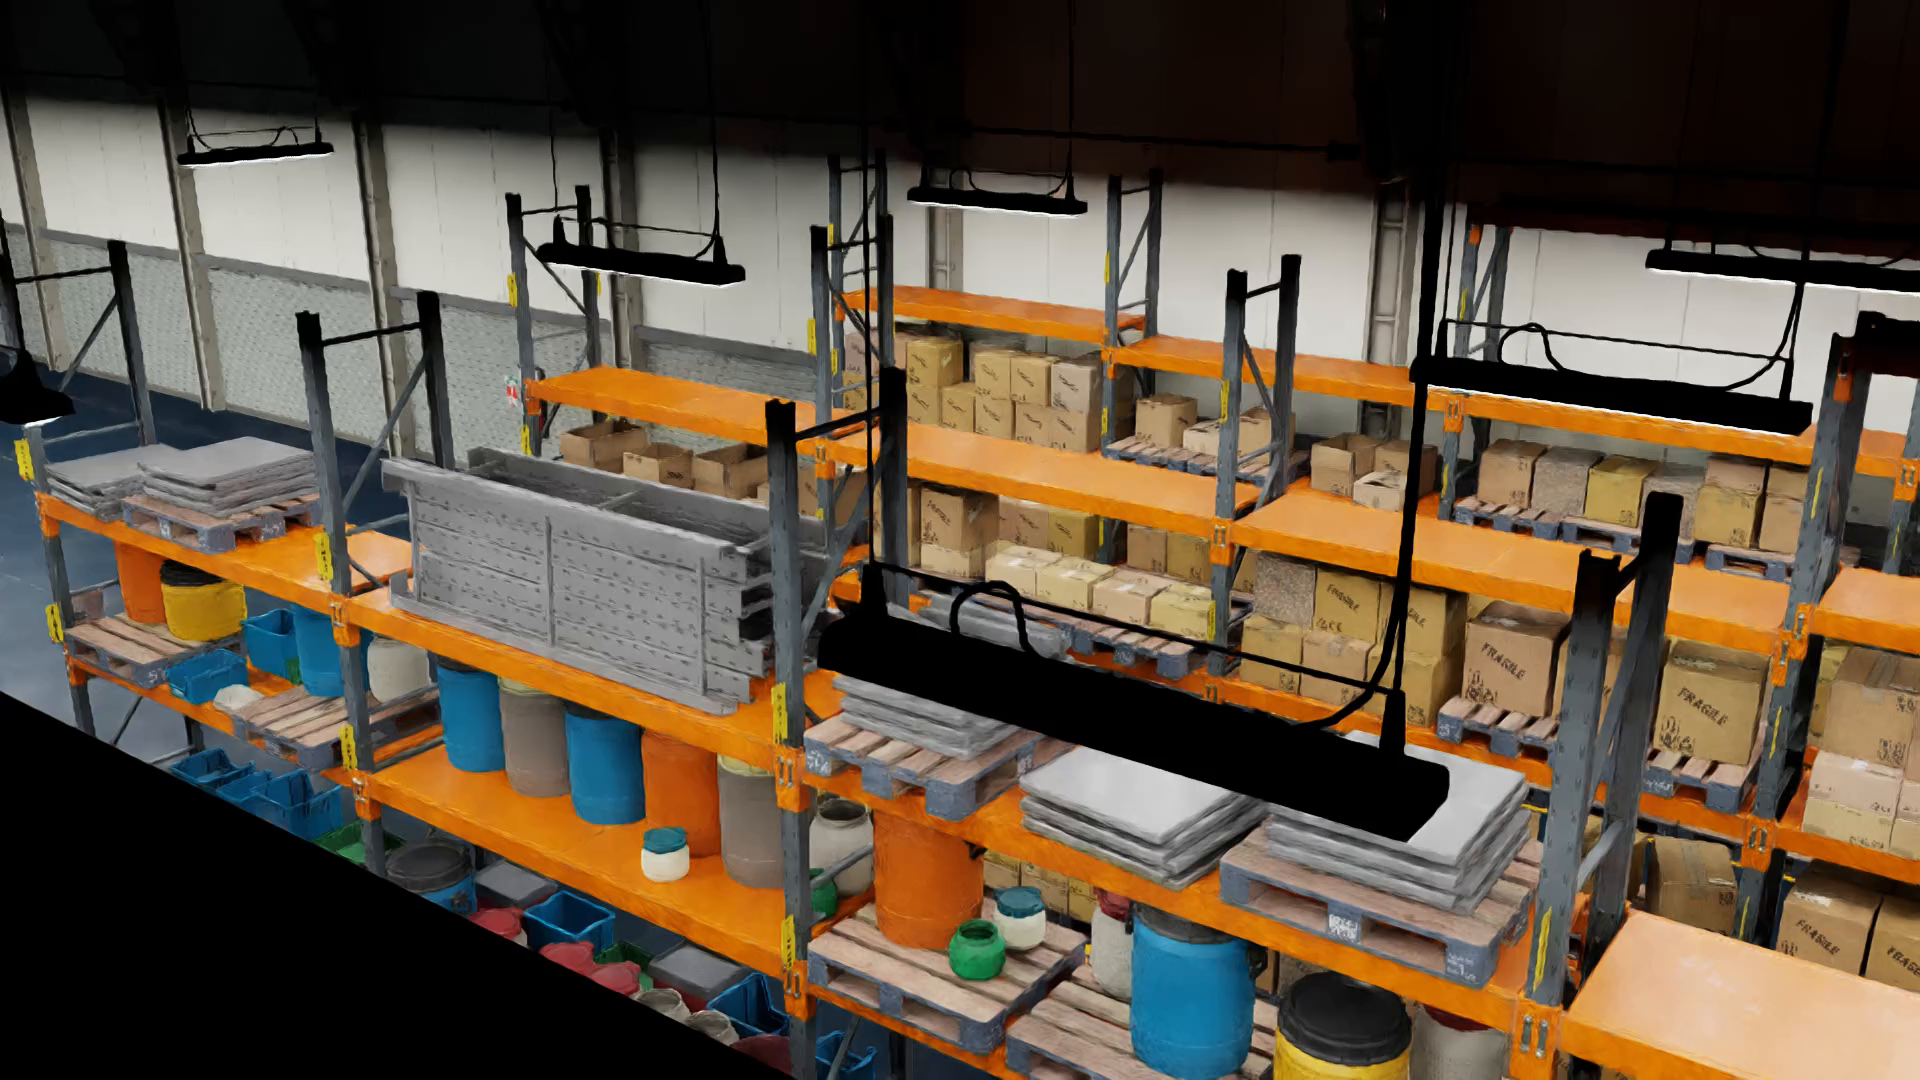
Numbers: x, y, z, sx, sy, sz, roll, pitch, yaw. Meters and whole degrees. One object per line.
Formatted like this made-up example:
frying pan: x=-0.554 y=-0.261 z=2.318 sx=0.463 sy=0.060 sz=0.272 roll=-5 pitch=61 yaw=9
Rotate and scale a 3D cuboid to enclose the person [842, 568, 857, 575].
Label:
person: x=-1.221 y=1.152 z=18.844 sx=0.632 sy=1.768 sz=0.452 roll=2 pitch=19 yaw=5
